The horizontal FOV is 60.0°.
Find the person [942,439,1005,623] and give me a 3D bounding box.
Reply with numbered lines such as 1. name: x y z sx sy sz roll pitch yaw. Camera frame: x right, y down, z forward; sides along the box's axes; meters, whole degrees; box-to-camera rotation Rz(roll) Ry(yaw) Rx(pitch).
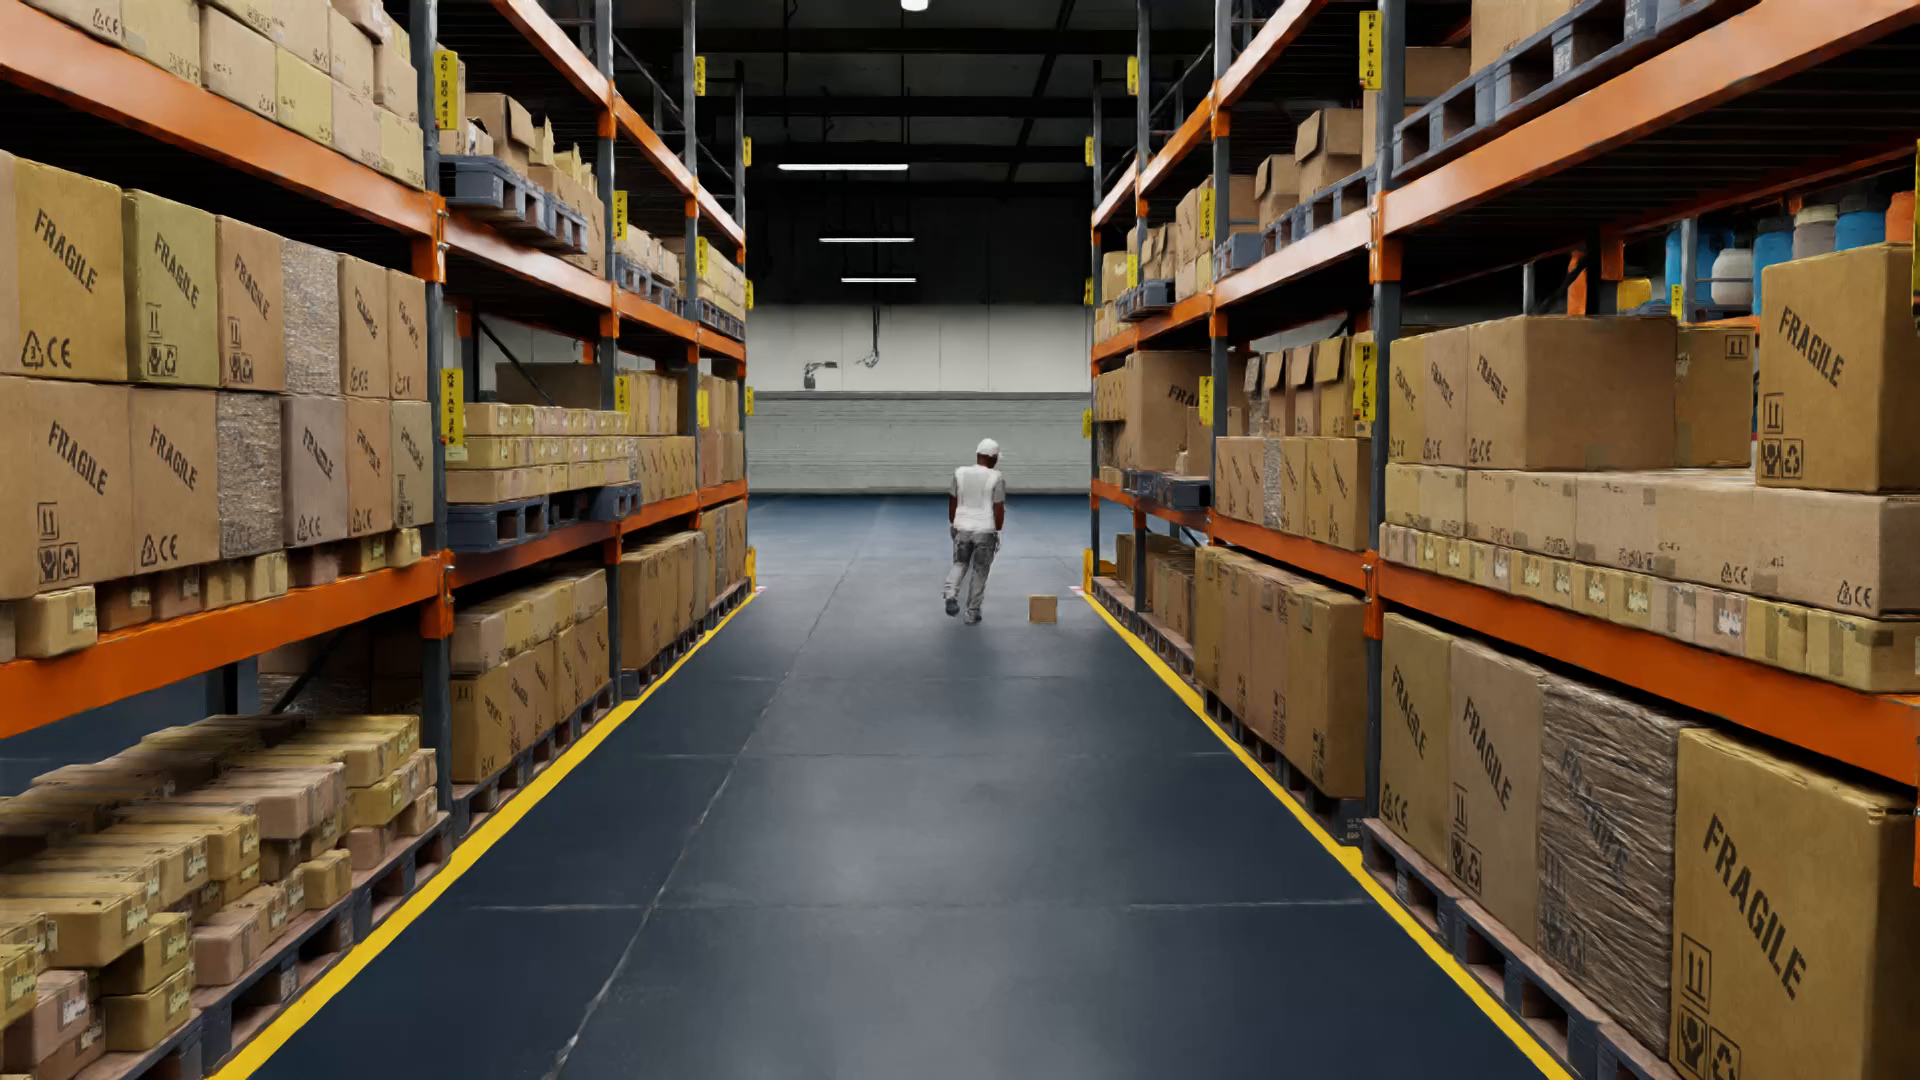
1. person: 0.152 -0.084 15.916 0.606 1.766 0.604 1 4 22
